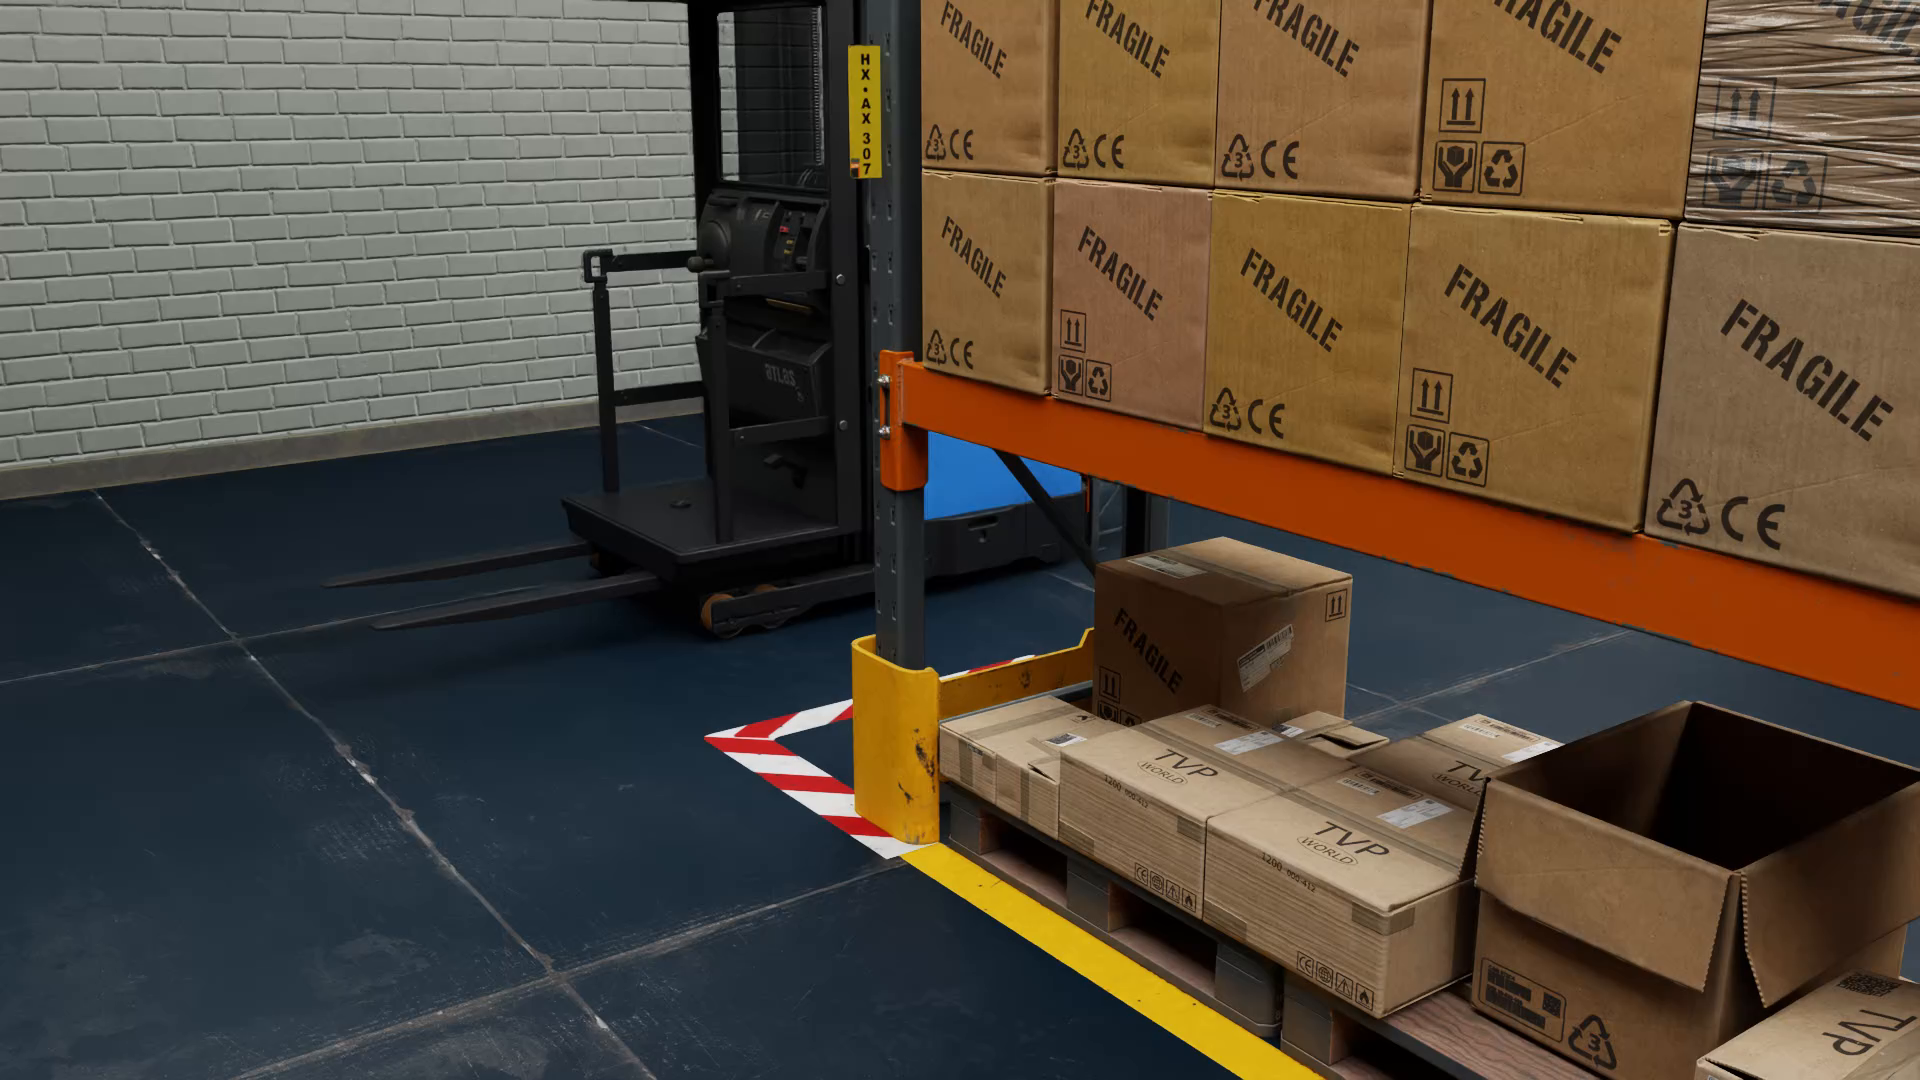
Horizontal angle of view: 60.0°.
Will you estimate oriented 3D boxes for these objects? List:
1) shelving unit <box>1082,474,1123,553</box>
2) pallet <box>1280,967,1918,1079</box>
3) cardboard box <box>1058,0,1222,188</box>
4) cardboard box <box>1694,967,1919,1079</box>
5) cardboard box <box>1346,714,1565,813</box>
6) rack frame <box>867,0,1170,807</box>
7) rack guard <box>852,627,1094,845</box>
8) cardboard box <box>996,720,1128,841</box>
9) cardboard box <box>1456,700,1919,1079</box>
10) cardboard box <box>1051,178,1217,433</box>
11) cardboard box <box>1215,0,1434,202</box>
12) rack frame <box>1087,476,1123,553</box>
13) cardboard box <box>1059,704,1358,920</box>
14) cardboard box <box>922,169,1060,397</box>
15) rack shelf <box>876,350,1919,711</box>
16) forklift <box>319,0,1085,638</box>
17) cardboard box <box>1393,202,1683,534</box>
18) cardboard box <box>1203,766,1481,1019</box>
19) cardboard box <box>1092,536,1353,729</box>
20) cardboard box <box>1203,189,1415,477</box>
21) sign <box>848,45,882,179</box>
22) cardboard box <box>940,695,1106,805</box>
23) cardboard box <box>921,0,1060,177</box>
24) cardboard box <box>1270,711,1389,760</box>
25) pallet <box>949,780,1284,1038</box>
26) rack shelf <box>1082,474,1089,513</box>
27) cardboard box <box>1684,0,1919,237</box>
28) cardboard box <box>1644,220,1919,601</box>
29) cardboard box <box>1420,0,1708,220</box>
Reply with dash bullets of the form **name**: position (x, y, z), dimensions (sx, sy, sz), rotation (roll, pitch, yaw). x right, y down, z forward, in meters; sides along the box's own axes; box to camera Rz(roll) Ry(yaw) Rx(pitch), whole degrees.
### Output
- **shelving unit**: position (0.432, -0.630, 7.747), dimensions (0.538, 1.125, 1.048), rotation (-13, 20, -39)
- **pallet**: position (1.429, 1.041, 3.374), dimensions (1.003, 0.211, 1.213), rotation (-11, 19, -35)
- **cardboard box**: position (0.562, -1.035, 3.594), dimensions (0.500, 0.500, 0.500), rotation (-11, 19, -34)
- **cardboard box**: position (1.548, 0.950, 2.683), dimensions (0.500, 0.311, 0.500), rotation (-11, 19, -35)
- **cardboard box**: position (1.255, 0.648, 3.900), dimensions (0.500, 0.250, 0.500), rotation (-11, 19, -35)
- **rack frame**: position (0.201, -0.751, 4.638), dimensions (1.000, 3.000, 0.127), rotation (-11, 19, -35)
- **rack guard**: position (0.246, 0.471, 4.909), dimensions (1.175, 0.500, 0.348), rotation (-11, 19, -35)
- **cardboard box**: position (0.316, 0.599, 4.237), dimensions (0.380, 0.166, 0.250), rotation (-11, 19, -35)
- **cardboard box**: position (1.444, 0.695, 3.252), dimensions (0.797, 0.503, 0.637), rotation (-11, 19, -35)
- **cardboard box**: position (0.557, -0.554, 3.730), dimensions (0.500, 0.500, 0.500), rotation (-11, 19, -35)
- **cardboard box**: position (0.853, -0.928, 3.201), dimensions (0.500, 0.500, 0.500), rotation (-11, 19, -34)
- **rack frame**: position (0.762, -0.528, 7.374), dimensions (0.500, 1.125, 0.032), rotation (-13, 20, -39)
- **cardboard box**: position (0.585, 0.630, 3.968), dimensions (0.500, 0.250, 0.500), rotation (-11, 19, -35)
- **cardboard box**: position (0.249, -0.664, 4.129), dimensions (0.500, 0.500, 0.500), rotation (-10, 18, -33)
- **rack shelf**: position (1.377, 0.023, 3.173), dimensions (1.077, 0.370, 4.000), rotation (-11, 19, -35)
- **forklift**: position (-0.950, -1.203, 6.420), dimensions (3.031, 2.935, 1.130), rotation (-11, 19, -35)
- **cardboard box**: position (1.142, -0.340, 2.946), dimensions (0.500, 0.500, 0.500), rotation (-11, 19, -34)
- **cardboard box**: position (0.879, 0.737, 3.578), dimensions (0.500, 0.250, 0.500), rotation (-11, 19, -35)
- **cardboard box**: position (0.720, 0.320, 4.626), dimensions (0.500, 0.500, 0.500), rotation (-11, 19, -35)
- **cardboard box**: position (0.849, -0.447, 3.336), dimensions (0.500, 0.500, 0.500), rotation (-11, 19, -35)
- **sign**: position (-0.238, -1.084, 4.216), dimensions (0.100, 0.325, 0.005), rotation (-11, 19, -35)
- **cardboard box**: position (0.169, 0.555, 4.435), dimensions (0.380, 0.149, 0.250), rotation (-11, 19, -35)
- **cardboard box**: position (0.249, -1.146, 3.997), dimensions (0.500, 0.500, 0.500), rotation (-10, 18, -33)
- **cardboard box**: position (0.886, 0.582, 4.303), dimensions (0.380, 0.166, 0.250), rotation (-11, 19, -35)
- **pallet**: position (0.715, 0.780, 4.326), dimensions (1.003, 0.211, 1.213), rotation (-11, 19, -35)
- **rack shelf**: position (0.432, -0.394, 7.812), dimensions (0.538, 0.278, 1.000), rotation (-13, 20, -39)
- **cardboard box**: position (1.447, -0.712, 2.411), dimensions (0.500, 0.500, 0.500), rotation (-11, 19, -34)
- **cardboard box**: position (1.444, -0.231, 2.550), dimensions (0.500, 0.500, 0.500), rotation (-10, 18, -33)
- **cardboard box**: position (1.152, -0.819, 2.805), dimensions (0.500, 0.500, 0.500), rotation (-11, 19, -35)
